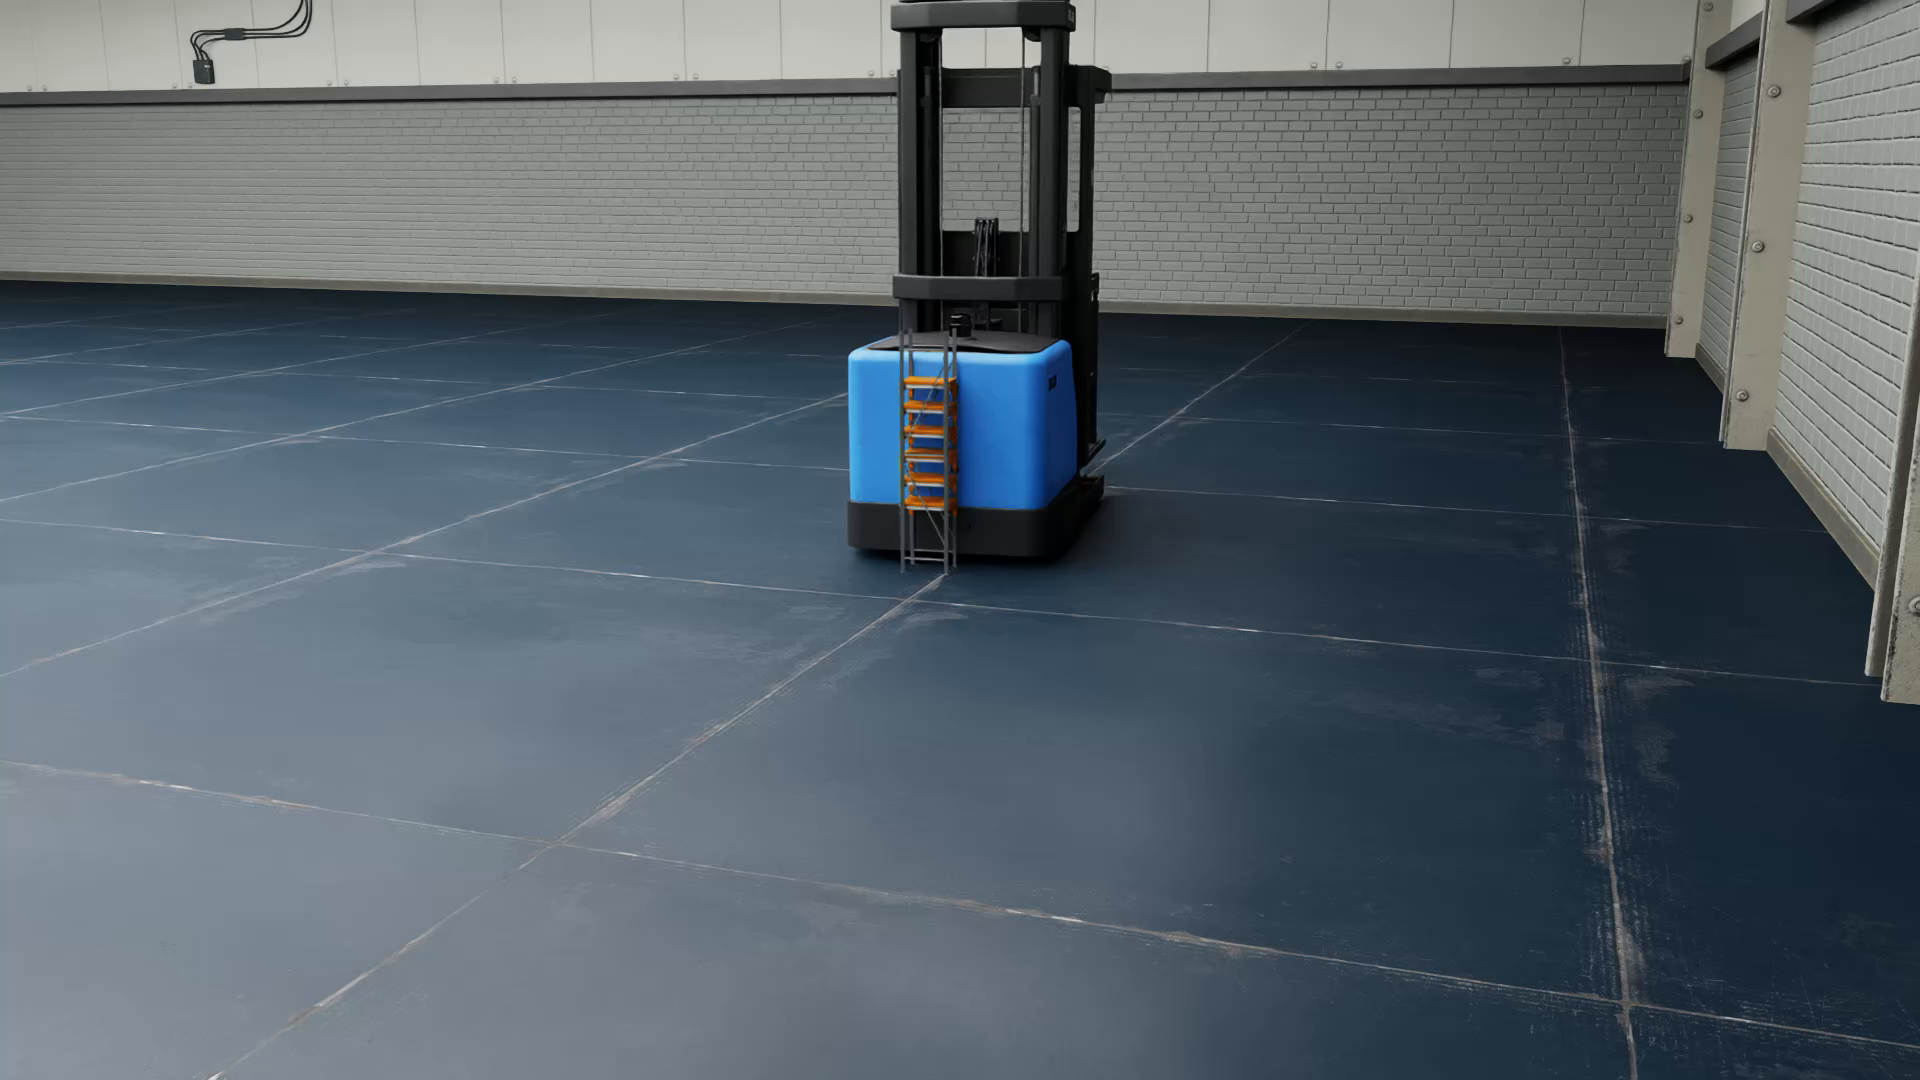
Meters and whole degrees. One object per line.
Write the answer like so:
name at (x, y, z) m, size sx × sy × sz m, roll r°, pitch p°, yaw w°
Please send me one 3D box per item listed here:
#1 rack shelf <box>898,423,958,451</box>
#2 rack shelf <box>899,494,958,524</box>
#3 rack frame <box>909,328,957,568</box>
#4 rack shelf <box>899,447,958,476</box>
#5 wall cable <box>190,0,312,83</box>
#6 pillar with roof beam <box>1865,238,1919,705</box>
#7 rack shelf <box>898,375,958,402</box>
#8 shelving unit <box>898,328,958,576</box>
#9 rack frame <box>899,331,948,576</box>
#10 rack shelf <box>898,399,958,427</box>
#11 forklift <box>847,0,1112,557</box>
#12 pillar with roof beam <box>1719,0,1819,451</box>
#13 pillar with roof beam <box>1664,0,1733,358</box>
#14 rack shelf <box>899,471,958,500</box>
rack shelf at (-0.155, -0.505, 8.165) m, size 0.258 × 0.103 × 0.180 m, roll 3°, pitch 13°, yaw 12°
rack shelf at (-0.155, -0.154, 8.245) m, size 0.258 × 0.103 × 0.180 m, roll 3°, pitch 13°, yaw 12°
rack frame at (-0.134, -0.451, 8.268) m, size 0.240 × 1.200 × 0.006 m, roll 3°, pitch 13°, yaw 12°
rack shelf at (-0.155, -0.388, 8.191) m, size 0.258 × 0.103 × 0.180 m, roll 3°, pitch 13°, yaw 12°
wall cable at (-11.029, -10.097, 25.360) m, size 2.305 × 6.003 × 0.169 m, roll 4°, pitch 14°, yaw 18°
pillar with roof beam at (-0.362, -4.116, 6.798) m, size 9.100 × 9.000 × 0.400 m, roll 4°, pitch 14°, yaw 18°
rack shelf at (-0.155, -0.739, 8.111) m, size 0.258 × 0.103 × 0.180 m, roll 3°, pitch 13°, yaw 12°
shelving unit at (-0.155, -0.431, 8.181) m, size 0.258 × 1.200 × 0.189 m, roll 3°, pitch 13°, yaw 12°
rack frame at (-0.175, -0.412, 8.094) m, size 0.240 × 1.200 × 0.006 m, roll 3°, pitch 13°, yaw 12°
rack shelf at (-0.155, -0.622, 8.138) m, size 0.258 × 0.103 × 0.180 m, roll 3°, pitch 13°, yaw 12°
forklift at (0.249, -1.623, 9.511) m, size 1.130 × 2.935 × 3.031 m, roll 3°, pitch 13°, yaw 12°
pillar with roof beam at (1.580, -5.379, 12.333) m, size 9.100 × 9.000 × 0.400 m, roll 4°, pitch 14°, yaw 18°
pillar with roof beam at (3.521, -6.643, 17.868) m, size 9.100 × 9.000 × 0.400 m, roll 4°, pitch 14°, yaw 18°
rack shelf at (-0.155, -0.271, 8.218) m, size 0.258 × 0.103 × 0.180 m, roll 3°, pitch 13°, yaw 12°
